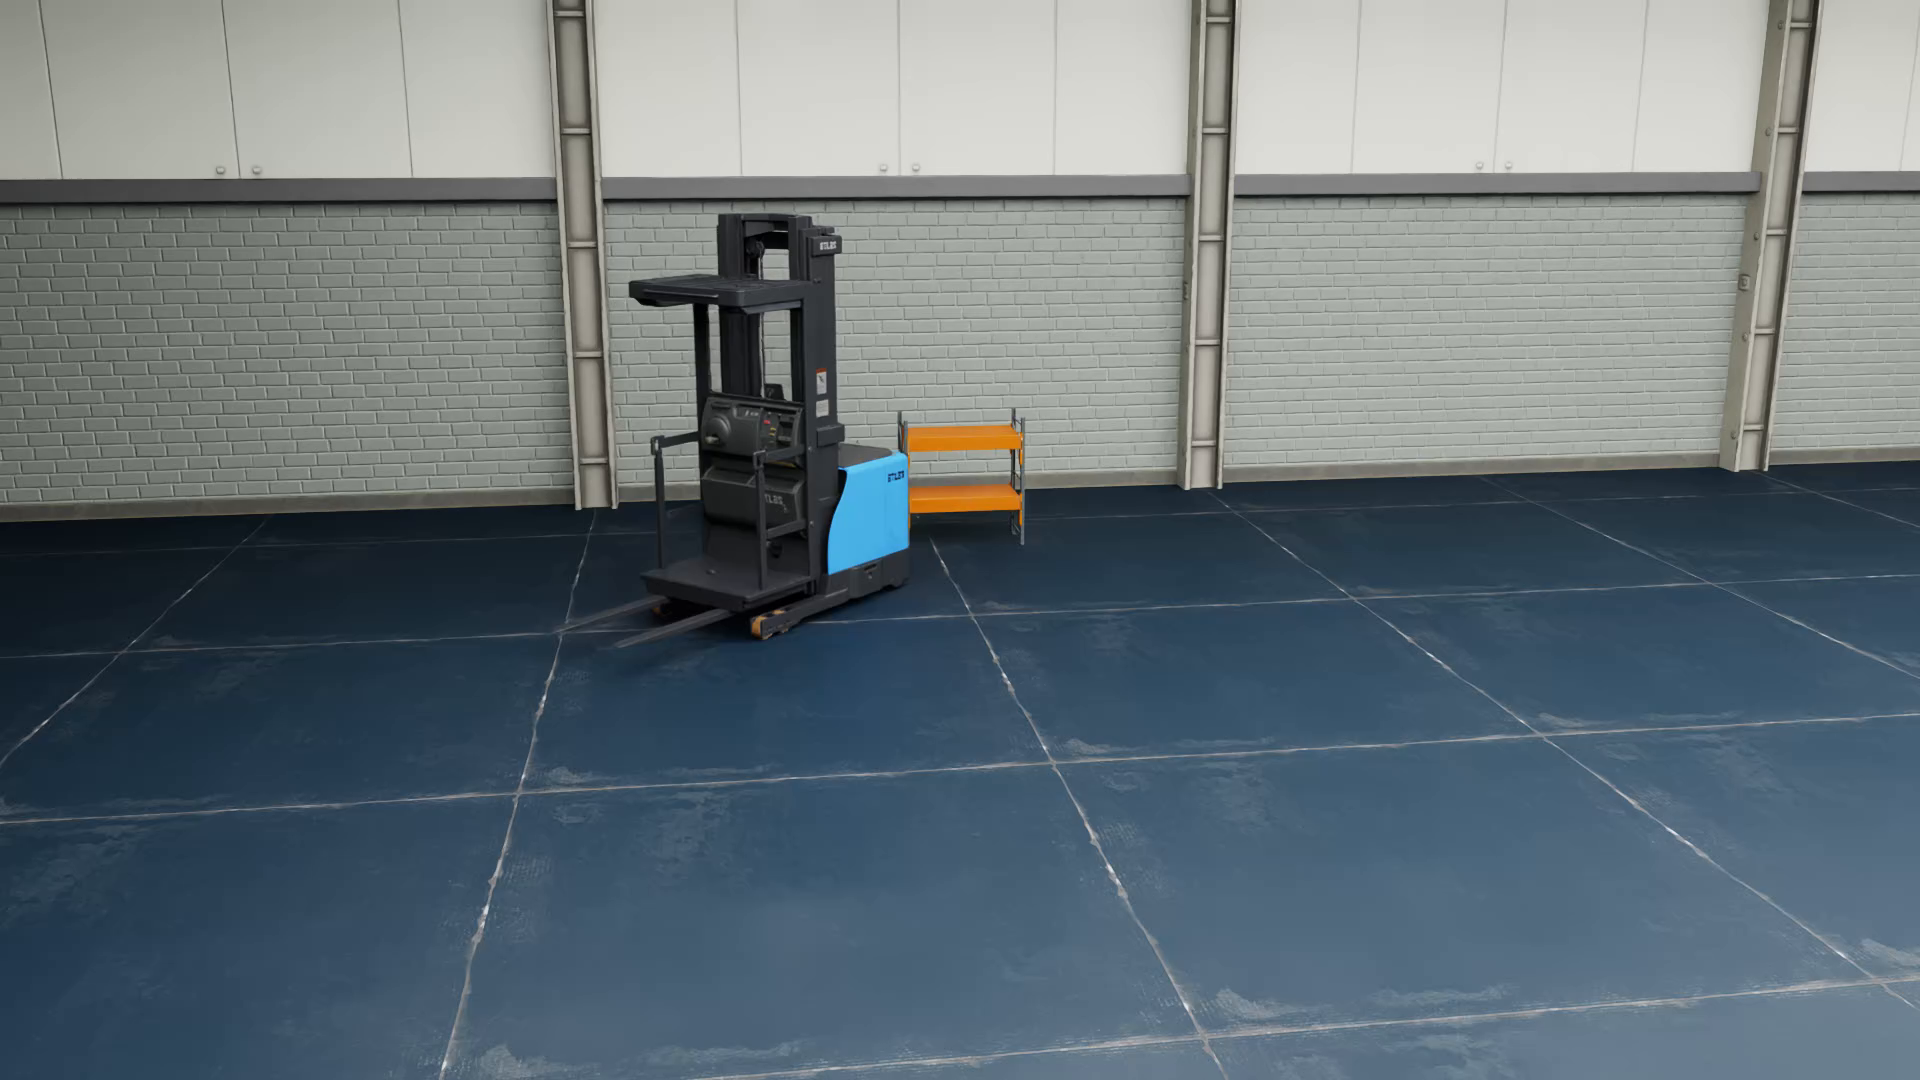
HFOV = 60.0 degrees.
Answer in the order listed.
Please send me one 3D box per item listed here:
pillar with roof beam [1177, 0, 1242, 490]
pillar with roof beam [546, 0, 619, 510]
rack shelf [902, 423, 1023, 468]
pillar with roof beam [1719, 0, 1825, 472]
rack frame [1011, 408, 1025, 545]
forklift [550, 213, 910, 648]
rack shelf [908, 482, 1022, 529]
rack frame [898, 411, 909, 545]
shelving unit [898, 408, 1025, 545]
[{"bbox_3d":[3.074,-3.878,11.687,0.400,9.000,9.100,-2,14,-8],"label":"pillar with roof beam"},{"bbox_3d":[-2.859,-3.661,10.820,0.400,9.000,9.100,-2,14,-8],"label":"pillar with roof beam"},{"bbox_3d":[0.007,-0.830,14.515,1.000,0.278,0.538,-2,14,-8],"label":"rack shelf"},{"bbox_3d":[9.007,-4.096,12.554,0.400,9.000,9.100,-2,14,-8],"label":"pillar with roof beam"},{"bbox_3d":[0.509,-0.564,14.659,0.032,1.125,0.500,-2,14,-8],"label":"rack frame"},{"bbox_3d":[-1.655,-0.843,12.059,1.130,2.935,3.031,10,17,34],"label":"forklift"},{"bbox_3d":[0.007,-0.309,14.645,1.000,0.278,0.538,-2,14,-8],"label":"rack shelf"},{"bbox_3d":[-0.496,-0.527,14.513,0.032,1.125,0.500,-2,14,-8],"label":"rack frame"},{"bbox_3d":[0.007,-0.546,14.586,1.048,1.125,0.538,-2,14,-8],"label":"shelving unit"}]
